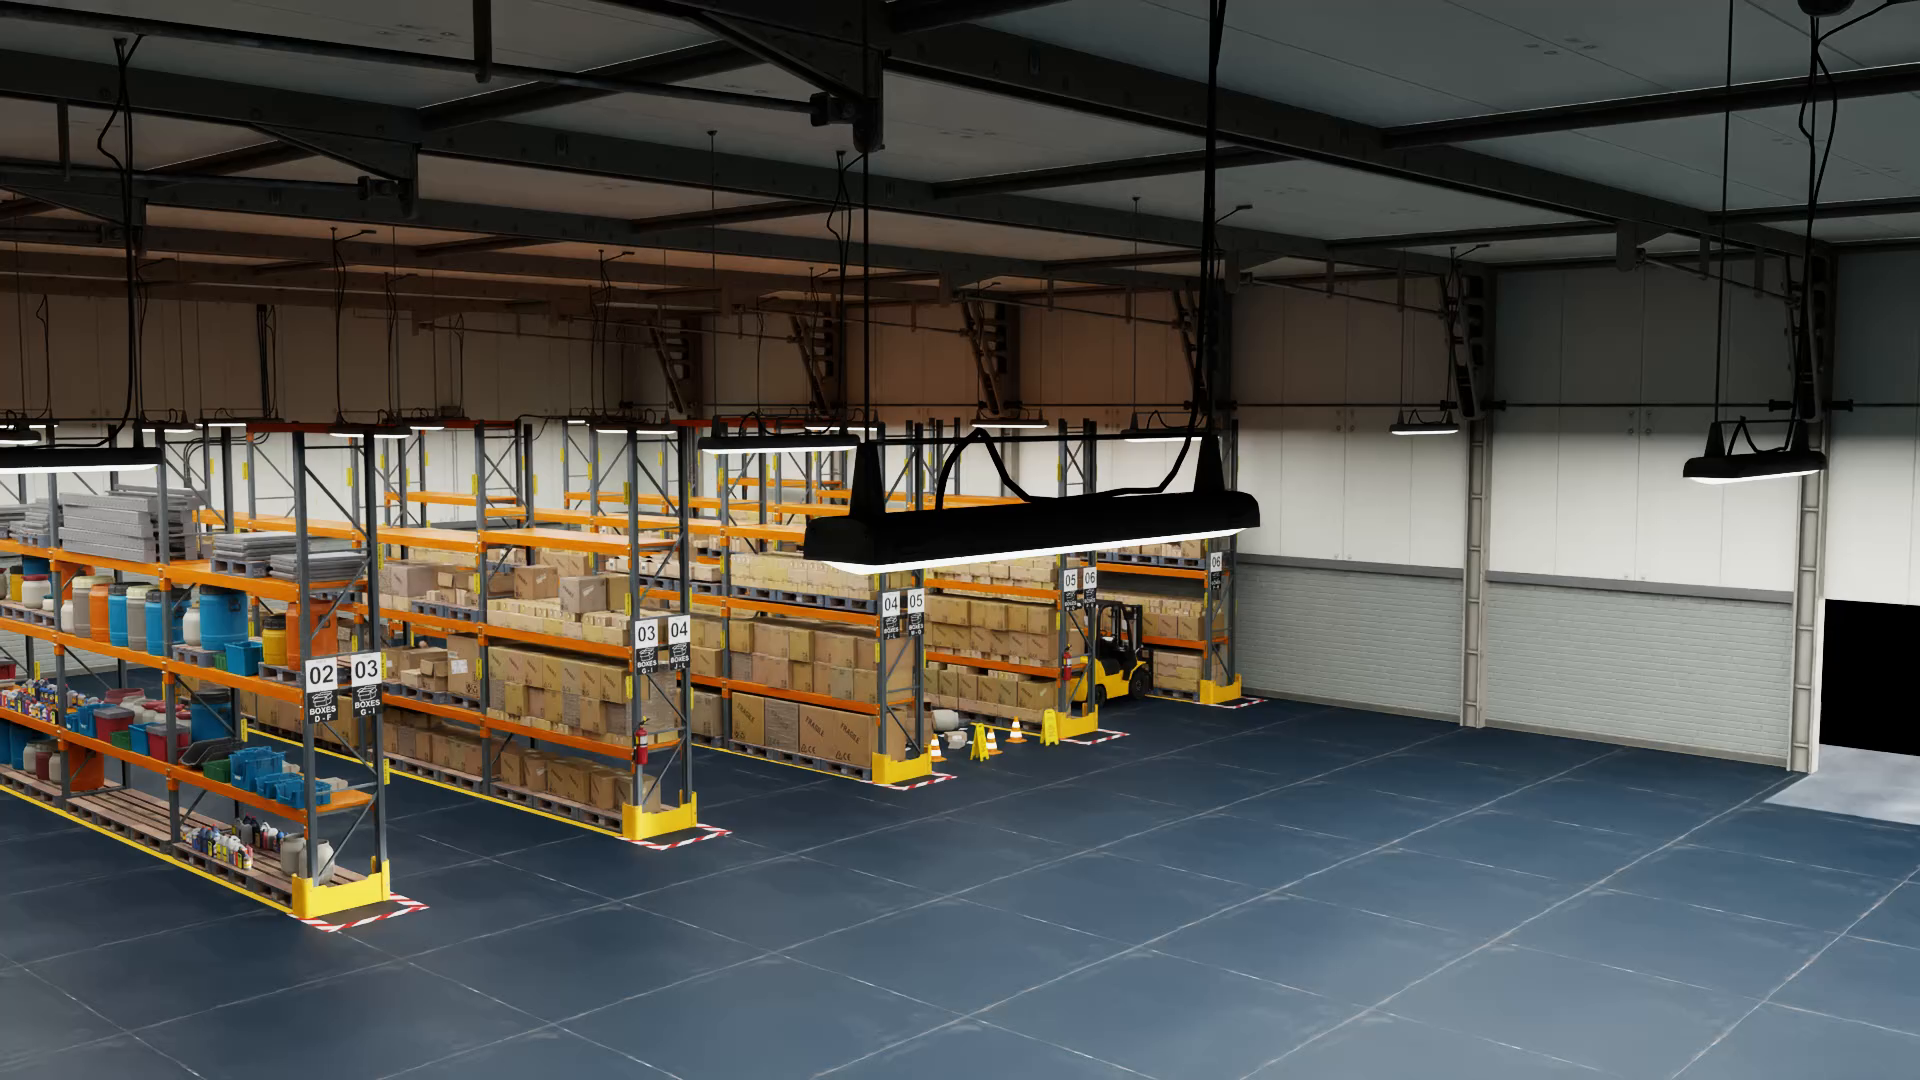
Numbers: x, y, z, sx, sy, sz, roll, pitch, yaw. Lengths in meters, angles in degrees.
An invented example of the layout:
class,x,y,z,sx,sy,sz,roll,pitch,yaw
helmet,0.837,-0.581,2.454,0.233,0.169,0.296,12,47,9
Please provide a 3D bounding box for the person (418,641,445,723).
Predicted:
class,x,y,z,sx,sy,sz,roll,pitch,yaw
person,-10.238,2.822,32.016,0.631,1.756,0.582,-4,6,-37
